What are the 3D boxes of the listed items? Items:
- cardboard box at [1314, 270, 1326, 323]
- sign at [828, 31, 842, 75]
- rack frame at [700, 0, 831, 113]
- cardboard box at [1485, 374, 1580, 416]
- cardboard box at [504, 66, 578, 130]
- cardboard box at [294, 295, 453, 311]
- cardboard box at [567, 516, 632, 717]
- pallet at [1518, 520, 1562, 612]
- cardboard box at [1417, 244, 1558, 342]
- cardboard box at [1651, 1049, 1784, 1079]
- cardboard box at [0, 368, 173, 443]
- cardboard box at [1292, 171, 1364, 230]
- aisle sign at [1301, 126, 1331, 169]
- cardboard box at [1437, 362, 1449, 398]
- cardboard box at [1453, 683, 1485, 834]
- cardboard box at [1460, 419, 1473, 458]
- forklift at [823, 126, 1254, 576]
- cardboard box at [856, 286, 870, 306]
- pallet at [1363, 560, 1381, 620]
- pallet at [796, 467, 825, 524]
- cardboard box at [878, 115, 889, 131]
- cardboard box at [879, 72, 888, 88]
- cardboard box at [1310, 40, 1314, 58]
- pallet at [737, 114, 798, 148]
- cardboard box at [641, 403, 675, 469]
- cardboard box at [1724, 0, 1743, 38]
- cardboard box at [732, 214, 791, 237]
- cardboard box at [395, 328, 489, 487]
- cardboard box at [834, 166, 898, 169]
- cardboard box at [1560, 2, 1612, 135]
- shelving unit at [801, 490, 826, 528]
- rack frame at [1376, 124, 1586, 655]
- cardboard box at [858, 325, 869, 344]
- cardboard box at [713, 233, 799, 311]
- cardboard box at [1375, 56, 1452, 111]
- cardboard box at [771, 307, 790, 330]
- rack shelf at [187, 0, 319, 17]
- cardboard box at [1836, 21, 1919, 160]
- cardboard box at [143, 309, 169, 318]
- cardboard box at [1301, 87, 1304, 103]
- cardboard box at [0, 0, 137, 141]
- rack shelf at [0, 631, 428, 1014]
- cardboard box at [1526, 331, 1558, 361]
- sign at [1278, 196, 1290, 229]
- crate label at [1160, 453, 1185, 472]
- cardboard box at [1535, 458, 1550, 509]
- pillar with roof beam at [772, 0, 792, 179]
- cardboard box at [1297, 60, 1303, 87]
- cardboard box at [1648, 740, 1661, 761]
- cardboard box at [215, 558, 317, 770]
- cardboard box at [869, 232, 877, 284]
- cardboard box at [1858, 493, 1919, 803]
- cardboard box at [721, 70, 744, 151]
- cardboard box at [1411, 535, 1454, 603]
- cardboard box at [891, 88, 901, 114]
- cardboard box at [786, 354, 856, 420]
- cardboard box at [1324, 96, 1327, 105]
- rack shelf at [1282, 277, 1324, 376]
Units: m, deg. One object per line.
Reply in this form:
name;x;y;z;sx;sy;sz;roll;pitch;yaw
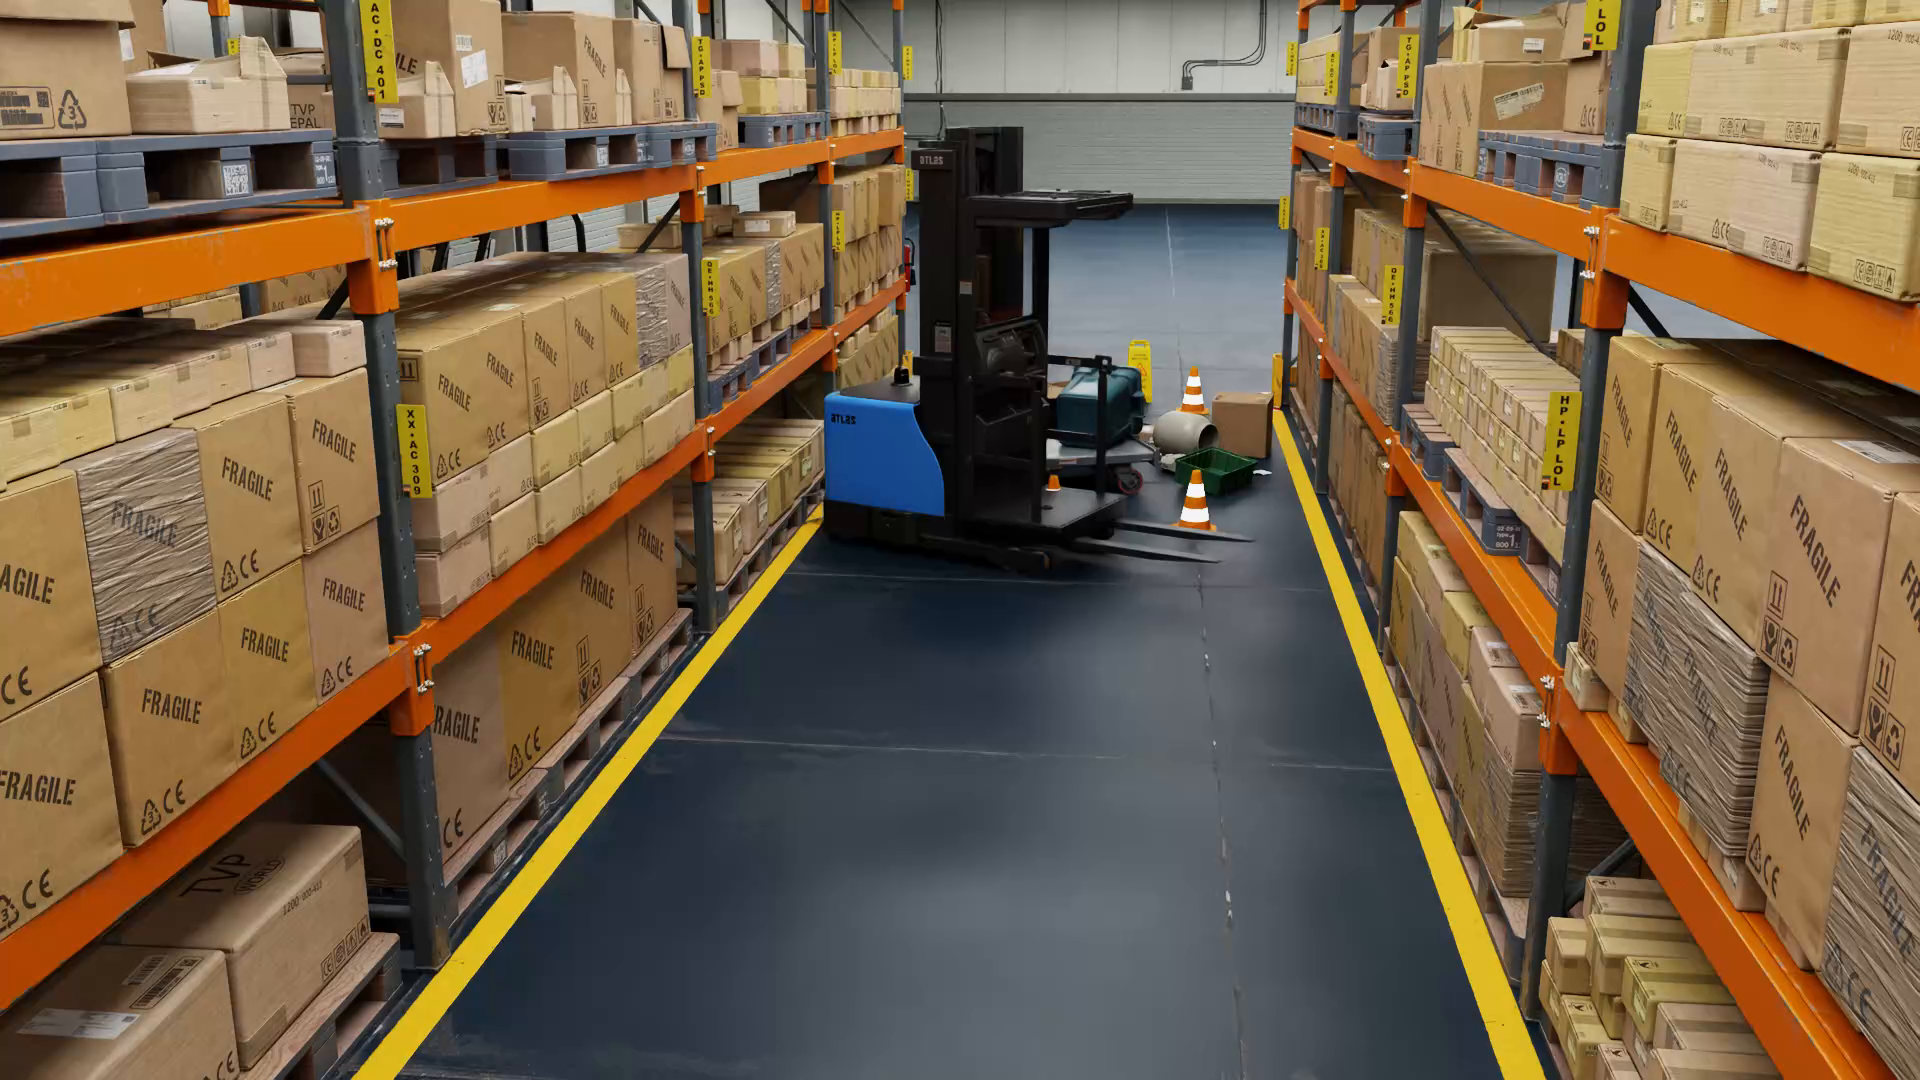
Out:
cardboard box;3.469;-2.132;14.011;0.875;0.550;0.550;2;15;6
sign;-0.979;-3.812;13.020;0.100;0.325;0.005;2;15;6
rack frame;-1.530;-4.835;12.805;1.000;3.000;0.127;2;15;6
cardboard box;2.525;-0.631;7.287;0.380;0.149;0.250;1;15;5
cardboard box;-1.879;-1.914;7.200;0.396;0.266;0.258;3;15;11
cardboard box;-2.505;-0.784;7.208;0.500;0.500;0.500;2;15;8
cardboard box;-2.247;0.329;8.465;0.875;0.875;0.875;2;15;7
pallet;2.727;0.154;6.214;1.003;0.211;1.213;2;15;6
cardboard box;3.009;-1.429;9.595;0.700;0.500;0.500;2;15;6
cardboard box;2.066;1.493;4.410;0.380;0.149;0.250;2;15;7
cardboard box;-2.330;-0.358;4.388;0.380;0.149;0.250;2;15;6
cardboard box;3.770;-3.356;16.470;0.875;0.550;0.550;2;15;6
aisle sign;3.561;-4.139;16.743;0.394;0.787;0.004;2;15;6
cardboard box;2.665;-0.817;8.546;0.380;0.149;0.250;2;15;9
cardboard box;2.388;0.927;6.973;0.500;0.500;0.500;1;15;5
cardboard box;2.580;-0.475;7.849;0.380;0.149;0.250;2;15;8
forklift;0.535;-1.332;11.473;3.031;2.935;1.130;9;17;29
cardboard box;-1.023;-2.222;15.114;0.380;0.149;0.250;2;15;7
pallet;3.112;0.362;10.421;1.003;0.211;1.213;2;15;6
pallet;-1.617;-0.391;13.205;1.003;0.211;1.213;2;15;6
cardboard box;-0.901;-4.069;16.199;0.380;0.149;0.250;2;15;8
cardboard box;-0.902;-4.460;16.115;0.380;0.149;0.250;2;15;6
cardboard box;3.352;-4.413;14.947;0.380;0.149;0.250;2;15;6
pallet;-1.820;-2.871;11.645;1.213;0.211;1.003;2;15;6
cardboard box;-1.823;-0.558;8.765;0.500;0.250;0.500;2;15;7
cardboard box;2.187;-1.350;4.226;0.380;0.149;0.250;2;15;6
cardboard box;-1.431;-2.270;12.001;0.380;0.149;0.250;1;15;4
cardboard box;-2.098;-0.501;6.161;0.500;0.500;0.500;2;15;7
cardboard box;-0.984;-3.381;16.244;0.700;0.500;0.500;2;15;7
cardboard box;2.801;-1.842;6.480;0.797;0.503;0.637;1;15;6
shelving unit;-0.829;-0.295;12.821;0.258;0.210;0.900;11;18;36
rack frame;2.948;-0.782;9.309;1.000;3.000;0.127;2;15;6
cardboard box;-1.038;-1.869;15.111;0.380;0.149;0.250;3;15;9
cardboard box;-1.473;-1.945;12.043;0.500;0.500;0.500;2;15;8
cardboard box;2.768;-2.718;9.896;0.500;0.311;0.500;2;15;6
cardboard box;-1.444;-1.615;12.065;0.380;0.149;0.250;2;15;6
rack shelf;-6.237;-4.959;15.406;1.077;0.370;4.000;2;15;6
cardboard box;2.030;-0.847;3.132;0.500;0.250;0.500;1;15;4
cardboard box;-6.397;-1.615;12.677;0.500;0.250;0.500;2;15;7
cardboard box;3.437;-4.224;15.777;0.380;0.149;0.250;2;15;6
cardboard box;-2.553;-1.263;4.144;0.797;0.503;0.637;3;15;11
rack shelf;-2.659;1.002;4.090;1.077;0.370;4.000;2;15;6
cardboard box;3.267;-0.939;9.697;0.500;0.500;0.500;2;15;7
sign;3.300;-3.331;16.925;0.100;0.325;0.005;2;15;6
crate label;1.883;-0.658;14.335;0.298;0.136;0.250;-10;18;-32
cardboard box;2.405;-0.212;6.305;0.380;0.149;0.250;2;15;9
pillar with roof beam;0.000;-11.962;39.160;9.100;9.000;0.400;2;15;6
cardboard box;3.541;-4.510;16.068;0.500;0.250;0.500;2;15;6
cardboard box;2.206;0.580;4.751;0.380;0.149;0.250;1;15;4
cardboard box;-2.284;0.349;4.934;0.500;0.500;0.500;1;15;5
cardboard box;-1.064;-2.629;15.378;0.500;0.500;0.500;2;15;7
cardboard box;1.957;0.225;2.905;0.500;0.500;0.500;2;15;9
cardboard box;-1.838;-2.796;10.812;0.797;0.503;0.637;2;15;6
cardboard box;2.572;0.163;8.361;0.500;0.250;0.500;2;15;6
cardboard box;-0.869;-4.355;16.493;0.500;0.250;0.500;2;15;6
cardboard box;-1.196;-1.322;14.330;0.500;0.500;0.500;2;15;9
cardboard box;3.179;-3.634;13.593;0.380;0.149;0.250;2;15;7
rack shelf;3.625;-1.991;15.158;1.077;0.370;4.000;2;15;6
